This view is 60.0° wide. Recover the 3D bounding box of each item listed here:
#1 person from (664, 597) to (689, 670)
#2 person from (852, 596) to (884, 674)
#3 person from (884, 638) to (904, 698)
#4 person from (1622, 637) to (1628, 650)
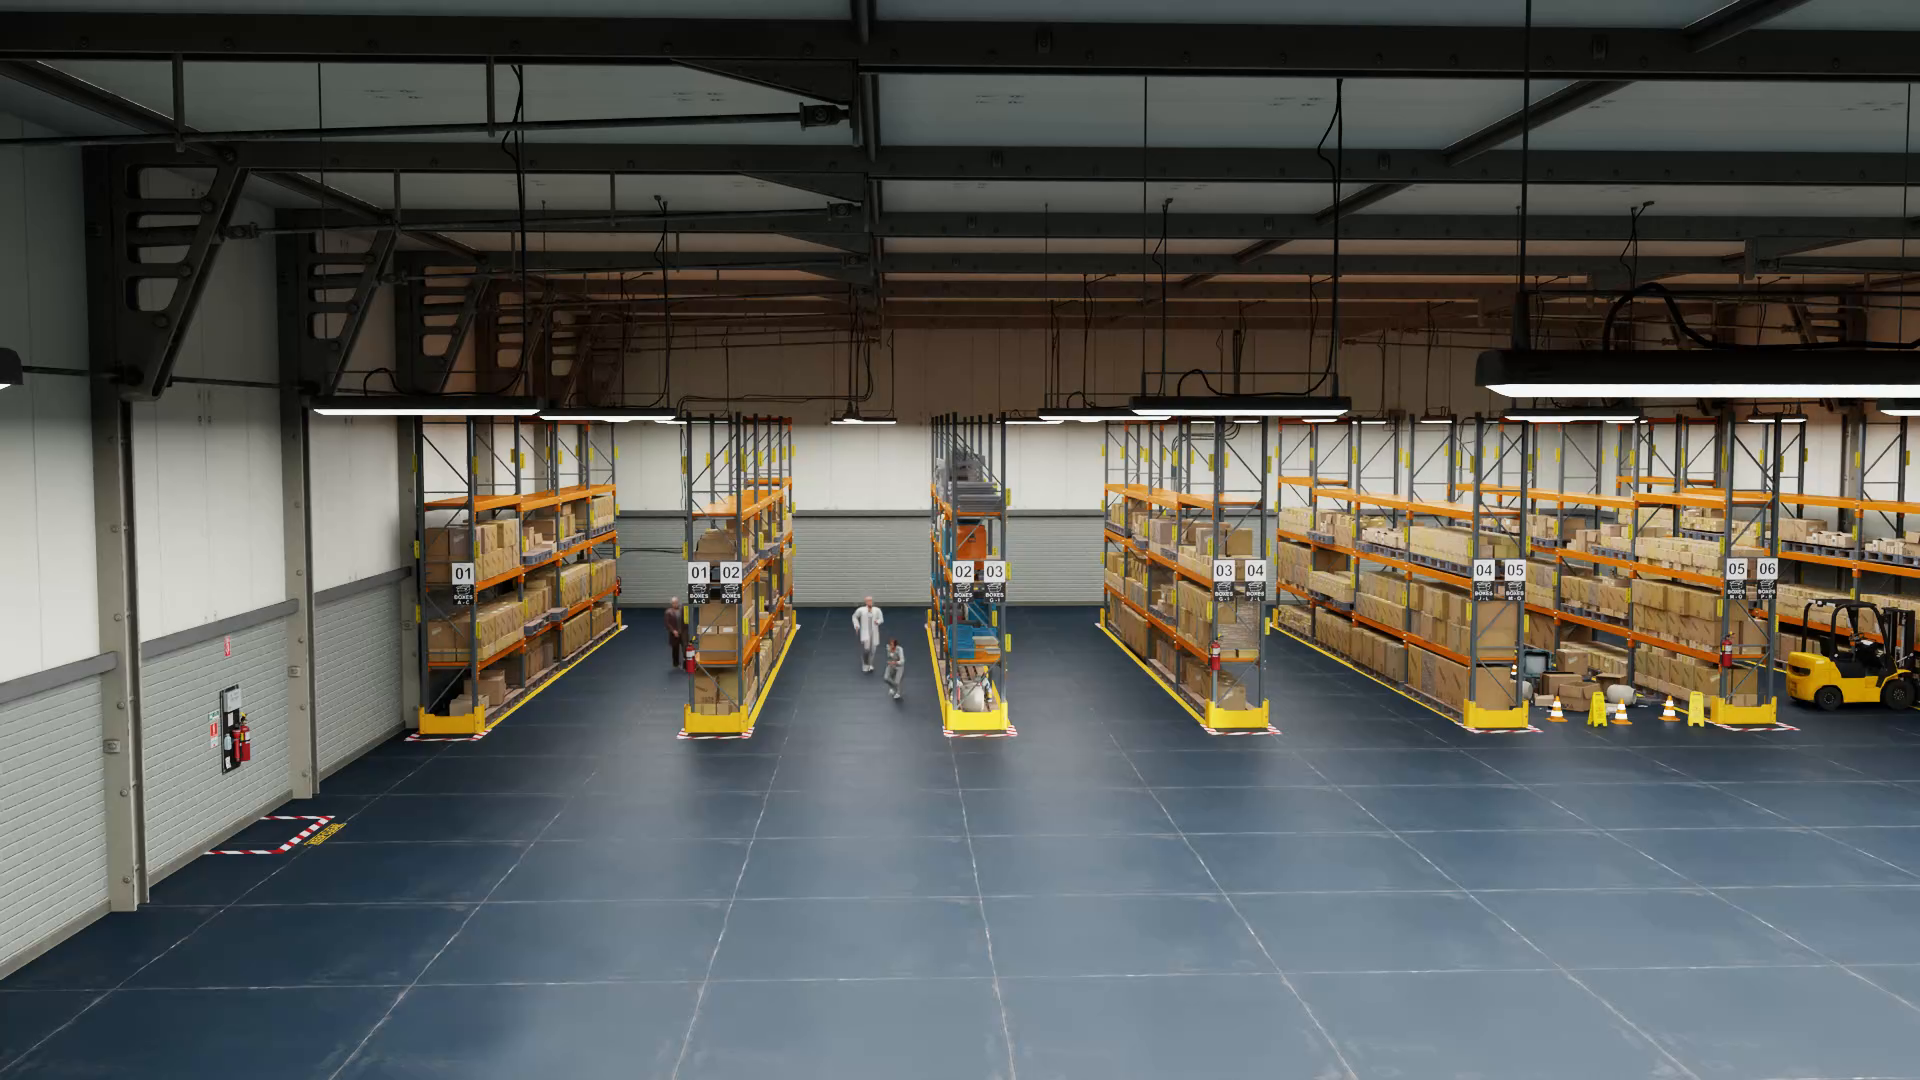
[{"bbox_3d":[-6.519,2.188,38.590,0.666,1.727,1.035,-2,4,-22],"label":"person"},{"bbox_3d":[-2.115,2.209,38.691,0.697,1.790,0.762,-1,4,-13],"label":"person"},{"bbox_3d":[-1.362,2.674,34.679,0.534,1.363,0.919,1,4,19],"label":"person"},{"bbox_3d":[17.261,1.953,42.465,0.697,1.748,0.931,-1,4,-13],"label":"person"}]
